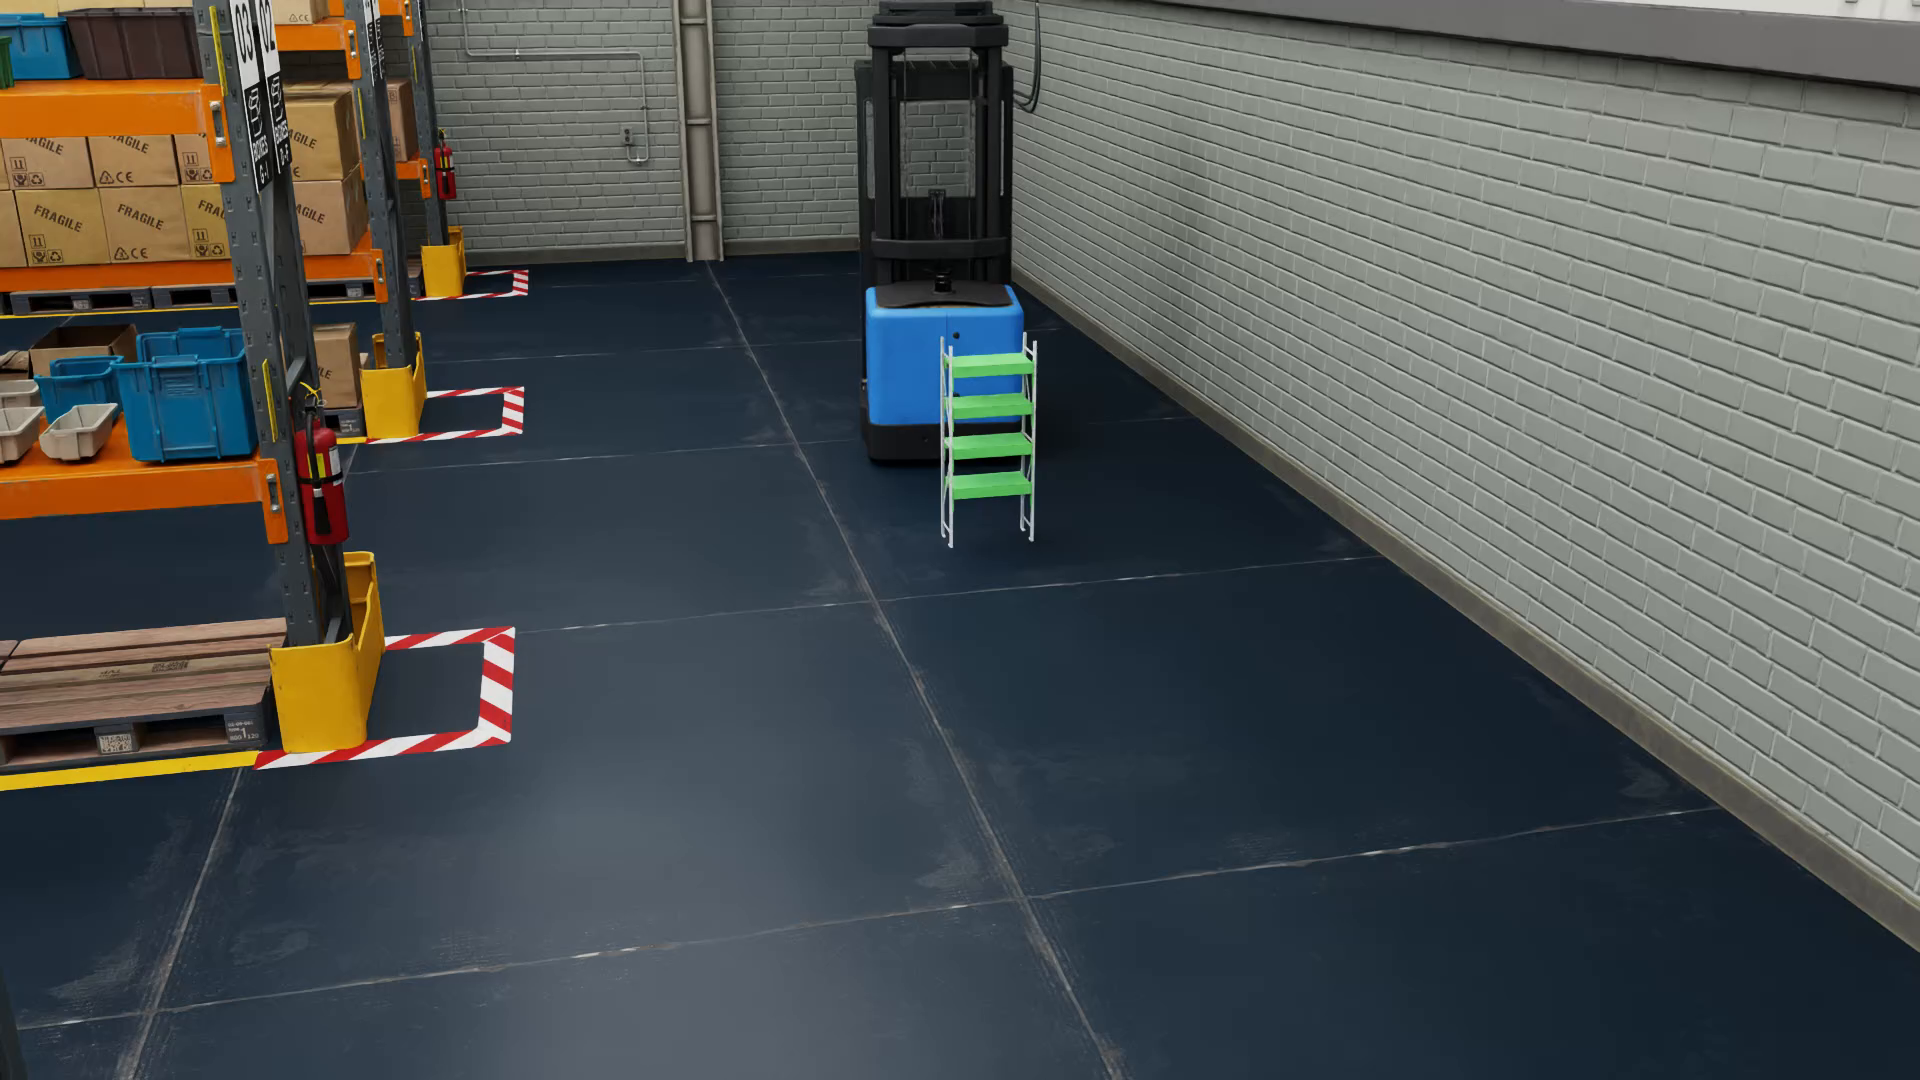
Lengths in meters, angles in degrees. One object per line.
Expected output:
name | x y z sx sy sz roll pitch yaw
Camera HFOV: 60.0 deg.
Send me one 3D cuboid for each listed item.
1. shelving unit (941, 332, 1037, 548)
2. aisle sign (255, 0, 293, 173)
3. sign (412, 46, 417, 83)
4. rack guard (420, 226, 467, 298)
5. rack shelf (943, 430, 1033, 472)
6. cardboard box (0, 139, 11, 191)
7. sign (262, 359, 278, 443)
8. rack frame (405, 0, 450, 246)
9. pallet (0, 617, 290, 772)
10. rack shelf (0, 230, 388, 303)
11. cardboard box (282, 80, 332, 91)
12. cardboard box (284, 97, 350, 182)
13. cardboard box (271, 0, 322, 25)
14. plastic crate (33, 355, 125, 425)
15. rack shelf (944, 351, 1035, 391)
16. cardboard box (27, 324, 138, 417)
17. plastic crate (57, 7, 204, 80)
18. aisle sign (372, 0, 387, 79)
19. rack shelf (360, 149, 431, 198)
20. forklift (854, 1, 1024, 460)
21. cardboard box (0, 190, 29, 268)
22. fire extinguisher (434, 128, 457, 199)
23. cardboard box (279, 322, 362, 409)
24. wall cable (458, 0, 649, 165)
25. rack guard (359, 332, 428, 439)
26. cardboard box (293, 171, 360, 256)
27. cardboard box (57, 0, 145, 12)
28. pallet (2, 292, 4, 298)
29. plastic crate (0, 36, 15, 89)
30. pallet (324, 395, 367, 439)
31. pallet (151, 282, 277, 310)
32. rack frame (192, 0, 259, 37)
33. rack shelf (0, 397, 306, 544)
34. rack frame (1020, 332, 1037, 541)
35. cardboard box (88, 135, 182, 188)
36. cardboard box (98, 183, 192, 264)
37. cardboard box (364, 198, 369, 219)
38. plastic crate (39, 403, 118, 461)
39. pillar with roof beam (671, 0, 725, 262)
shelving unit | 0.161 -0.576 9.644 0.503 1.200 0.258 -5 21 -12
aisle sign | -2.944 -1.997 7.127 0.004 0.787 0.394 -5 21 -12
sign | -5.114 -4.460 15.601 0.005 0.325 0.100 -5 21 -12
rack guard | -5.202 -2.816 16.775 0.348 0.500 1.175 -5 21 -12
rack shelf | 0.161 -0.516 9.666 0.480 0.148 0.258 -5 21 -12
cardboard box | -6.449 -2.554 10.828 0.500 0.500 0.500 -5 21 -14
sign | -2.803 -0.565 6.760 0.005 0.325 0.100 -5 21 -12
rack frame | -5.225 -3.988 16.340 0.127 3.000 1.000 -5 21 -12
pallet | -3.757 0.690 7.624 1.213 0.211 1.003 -5 21 -12
rack shelf | -6.028 -1.834 11.506 4.000 0.370 1.077 -5 21 -12
cardboard box | -6.425 -4.024 16.002 0.700 0.700 0.980 -5 21 -13
cardboard box | -4.452 -2.719 11.278 0.500 0.500 0.500 -5 21 -13
cardboard box | -4.521 -3.539 10.972 0.500 0.250 0.500 -5 21 -12
plastic crate | -3.902 -0.660 7.411 0.300 0.233 0.416 -5 21 -12
rack shelf | 0.161 -0.967 9.501 0.480 0.148 0.258 -5 21 -12
cardboard box | -6.147 -1.198 11.714 0.637 0.503 0.797 -5 21 -12
plastic crate | -3.384 -2.082 6.965 0.590 0.269 0.497 -5 21 -12
aisle sign | -4.083 -3.654 11.650 0.004 0.787 0.394 -5 21 -12
rack shelf | -7.172 -3.492 16.032 4.000 0.370 1.077 -5 21 -12
forklift | -0.194 -2.371 12.025 1.130 2.935 3.031 -1 20 -4
cardboard box | -6.431 -2.090 11.014 0.500 0.500 0.500 -5 21 -13
fire extinguisher | -4.972 -3.634 16.028 0.183 0.674 0.296 -5 21 -12
cardboard box | -4.554 -1.237 11.826 0.500 0.500 0.500 -5 21 -12
wall cable | -4.197 -4.883 17.306 1.851 1.984 0.084 -5 21 -12
rack guard | -4.156 -1.150 12.228 0.348 0.500 1.175 -5 21 -12
cardboard box | -4.455 -2.250 11.452 0.500 0.500 0.500 -4 20 -11
cardboard box | -5.494 -3.459 10.754 0.500 0.250 0.500 -5 21 -12
pallet | -9.851 -2.276 15.720 1.213 0.211 1.003 -5 21 -12
plastic crate | -3.840 -1.807 6.334 0.336 0.188 0.450 -5 21 -12
pallet | -4.931 -0.951 12.105 1.213 0.211 1.003 -5 21 -12
pallet | -7.170 -2.494 16.315 1.213 0.211 1.003 -5 21 -12
rack frame | -2.946 -3.489 6.255 0.127 3.000 1.000 -5 21 -12
rack shelf | -4.892 -0.176 6.979 4.000 0.370 1.077 -5 21 -12
rack frame | 0.399 -0.596 9.697 0.015 1.200 0.240 -5 21 -12
cardboard box | -5.446 -2.636 11.052 0.500 0.500 0.500 -4 21 -11
cardboard box | -5.446 -2.171 11.234 0.500 0.500 0.500 -4 21 -12
cardboard box | -5.808 -3.304 16.553 0.250 0.149 0.380 -5 21 -12
plastic crate | -3.697 -0.451 6.981 0.243 0.136 0.396 -5 21 -12
pillar with roof beam | -1.806 -5.867 12.748 0.400 9.000 9.100 -5 21 -12
